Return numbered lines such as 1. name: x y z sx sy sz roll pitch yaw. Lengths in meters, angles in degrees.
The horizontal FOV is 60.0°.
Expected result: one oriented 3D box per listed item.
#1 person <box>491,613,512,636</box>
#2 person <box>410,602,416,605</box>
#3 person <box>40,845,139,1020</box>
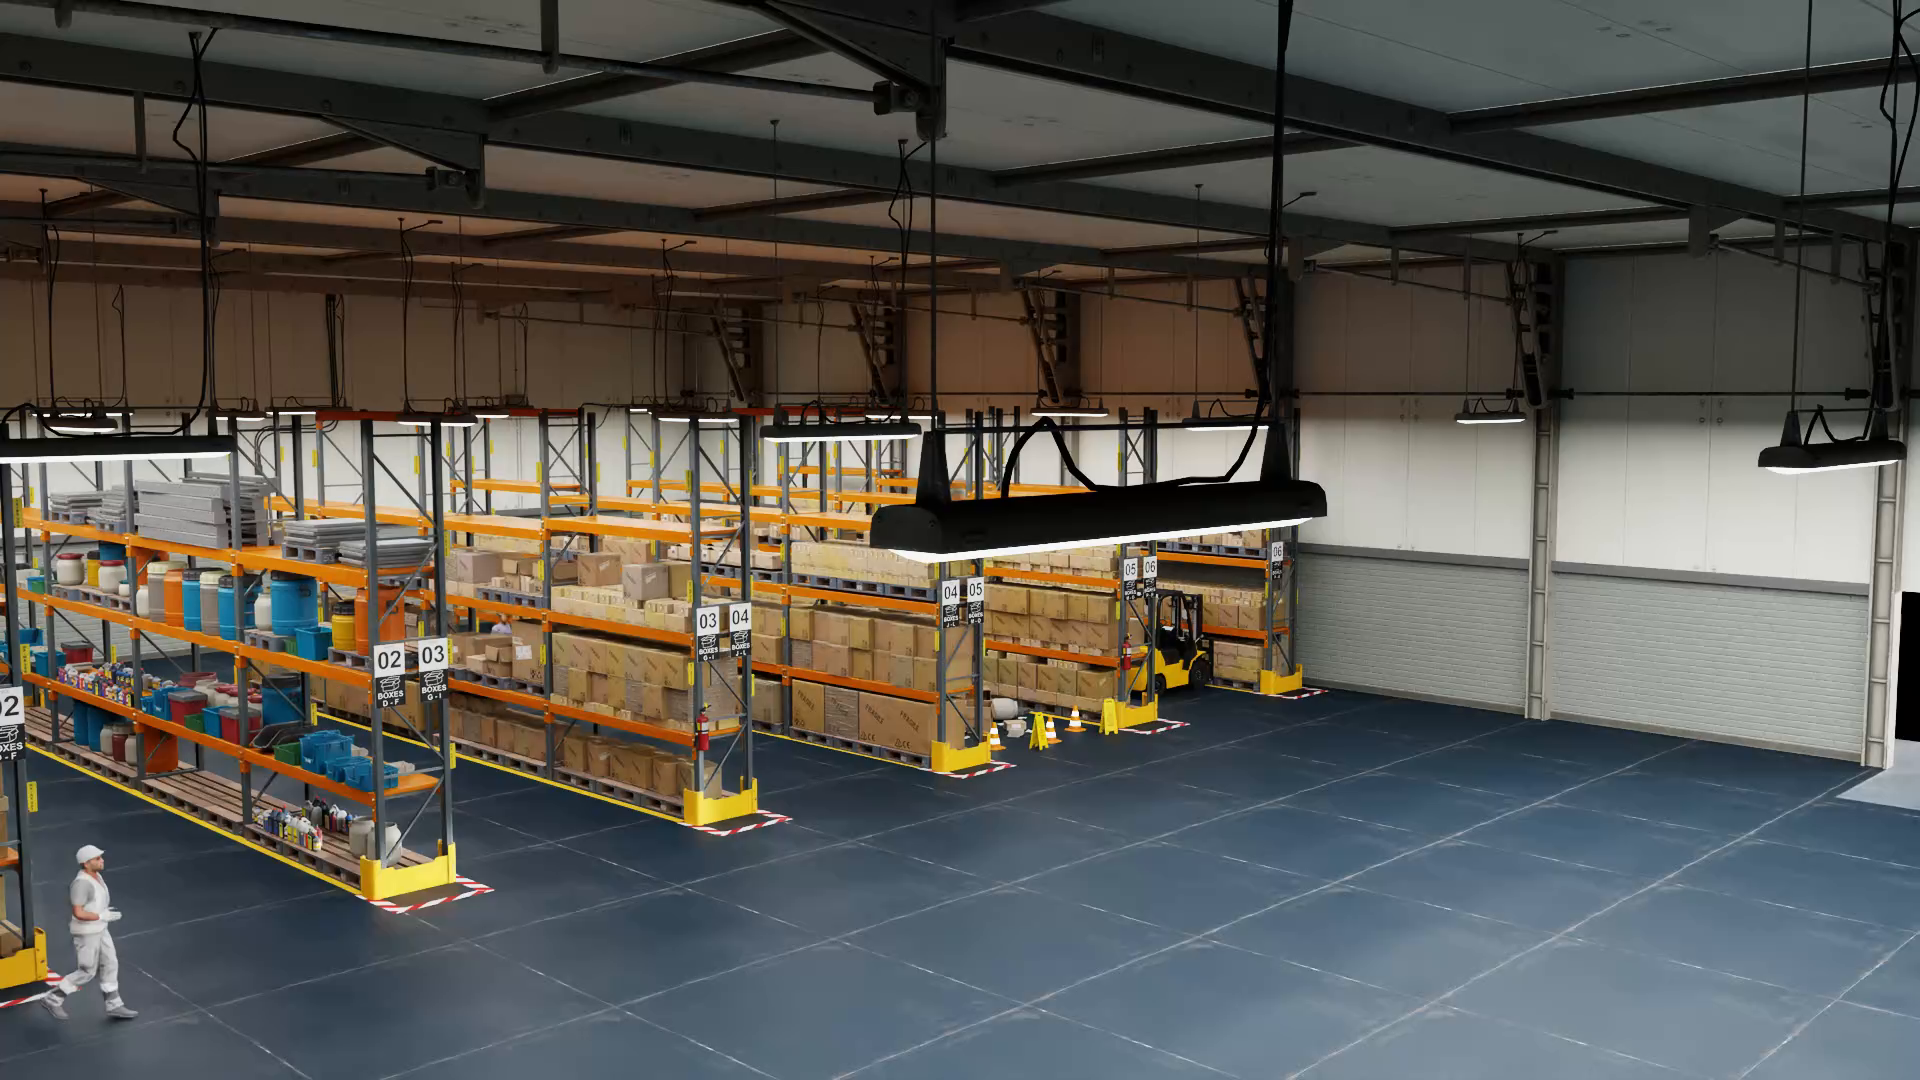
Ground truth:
1. person: -9.724 2.349 35.456 0.894 1.634 0.612 4 7 40
2. person: -12.490 2.210 37.838 0.563 1.600 0.825 -2 6 -26
3. person: -8.771 3.954 16.721 0.872 1.797 0.684 -1 5 -12
